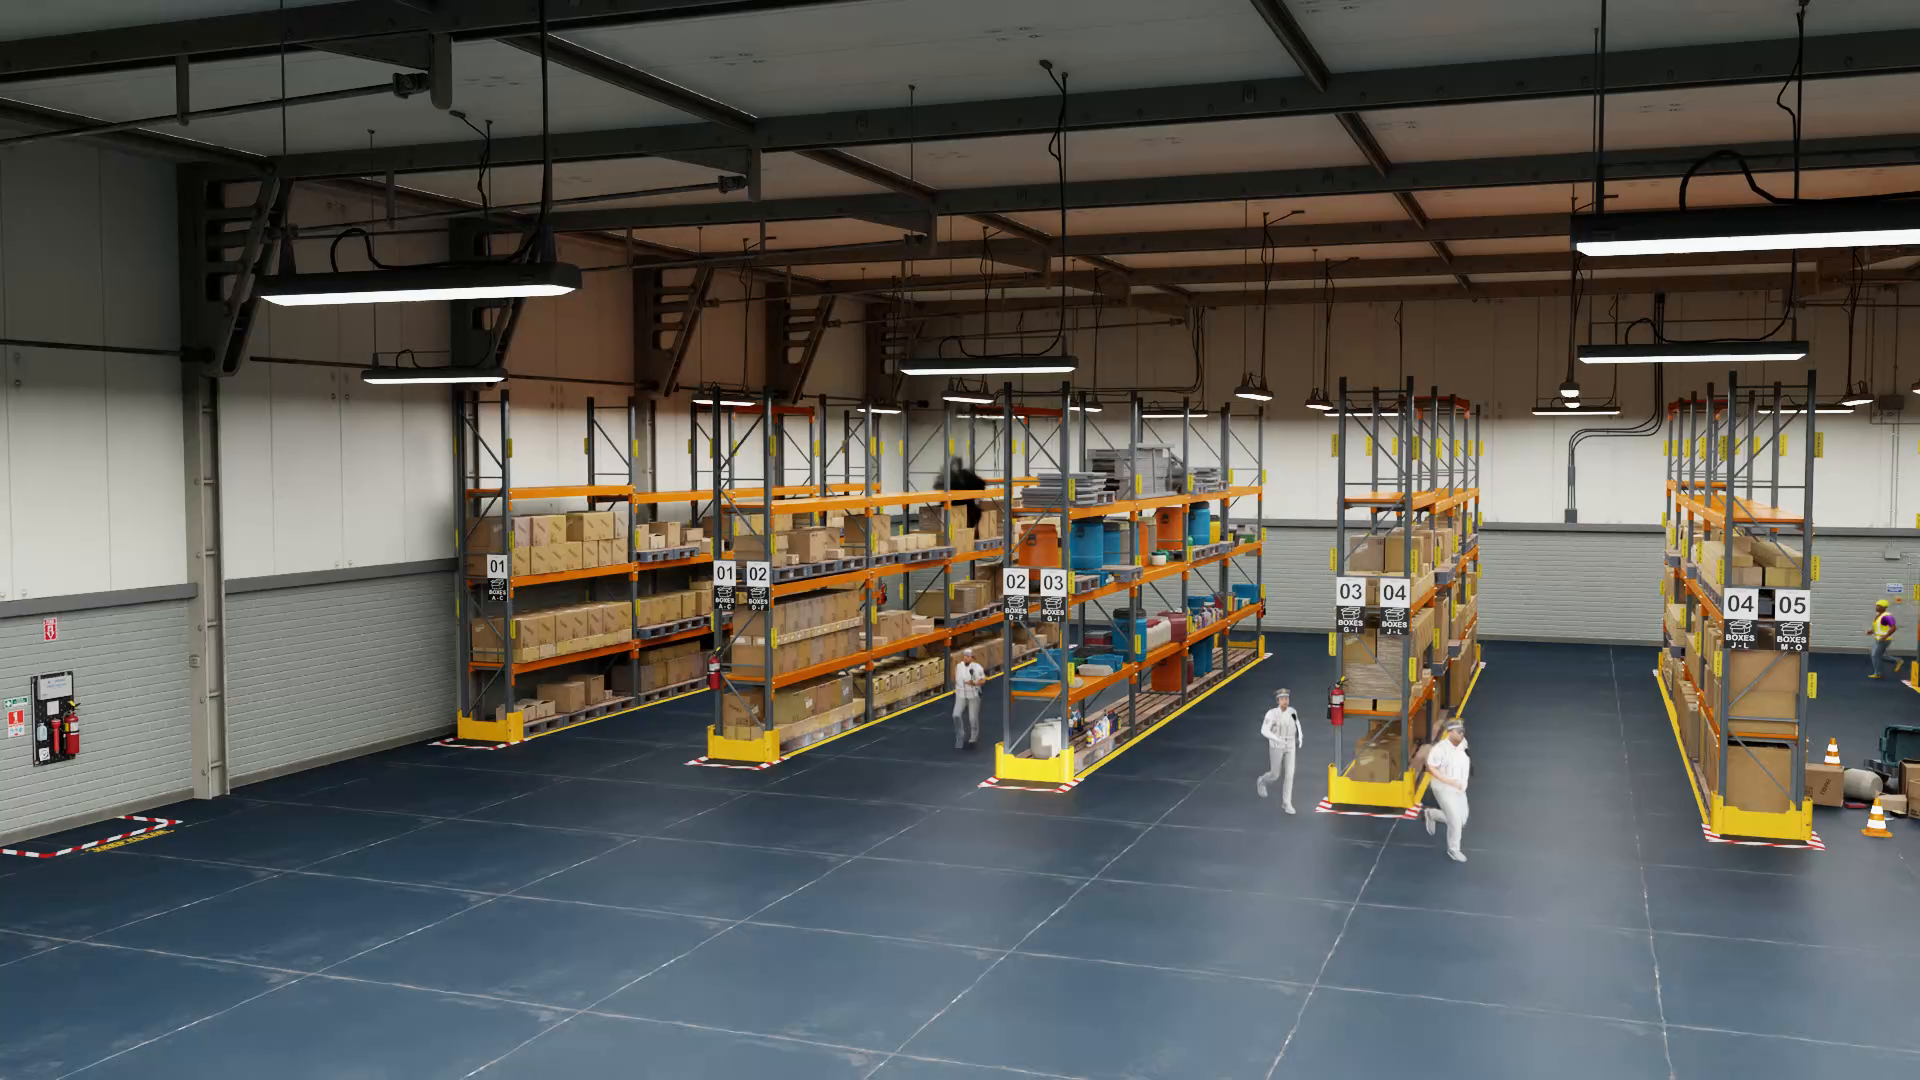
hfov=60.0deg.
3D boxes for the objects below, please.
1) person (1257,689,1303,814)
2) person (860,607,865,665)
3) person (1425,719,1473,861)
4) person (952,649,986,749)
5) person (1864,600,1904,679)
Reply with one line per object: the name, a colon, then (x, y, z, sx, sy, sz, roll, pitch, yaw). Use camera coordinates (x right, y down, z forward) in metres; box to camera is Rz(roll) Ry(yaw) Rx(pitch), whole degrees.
person: (4.471, 2.895, 23.144, 0.626, 1.702, 0.858, -1, 3, -12)
person: (-1.988, 2.217, 35.353, 0.607, 1.632, 0.899, 1, 3, 21)
person: (5.978, 3.037, 20.428, 0.694, 1.743, 0.723, -2, 4, -31)
person: (0.159, 2.656, 27.850, 0.585, 1.696, 0.764, 1, 3, 15)
person: (20.115, 2.155, 36.128, 0.695, 1.722, 0.688, 1, 3, 13)
